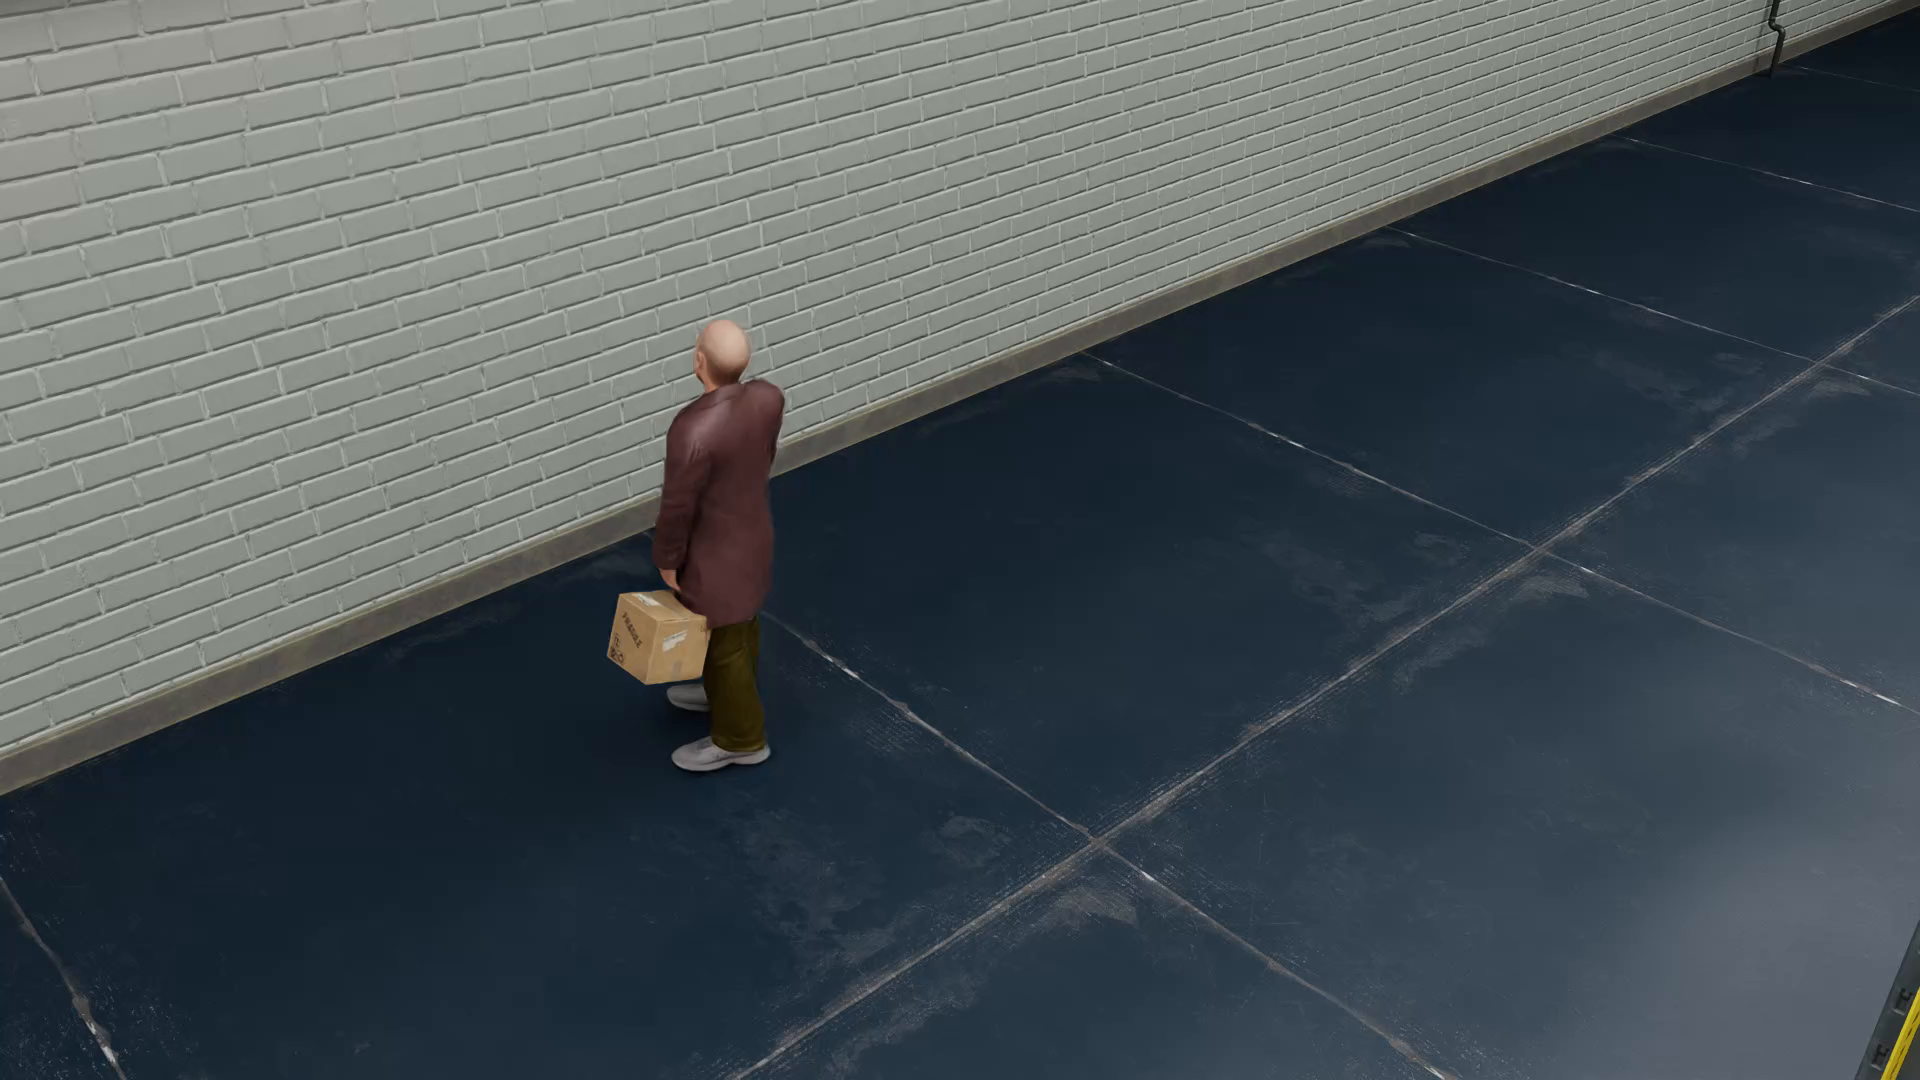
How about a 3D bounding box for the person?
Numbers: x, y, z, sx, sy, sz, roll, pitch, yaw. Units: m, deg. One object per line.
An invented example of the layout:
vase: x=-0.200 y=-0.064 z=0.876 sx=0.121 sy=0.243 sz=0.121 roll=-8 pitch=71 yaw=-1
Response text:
person: x=-0.957 y=0.013 z=6.089 sx=0.570 sy=1.784 sz=0.578 roll=14 pitch=34 yaw=22
